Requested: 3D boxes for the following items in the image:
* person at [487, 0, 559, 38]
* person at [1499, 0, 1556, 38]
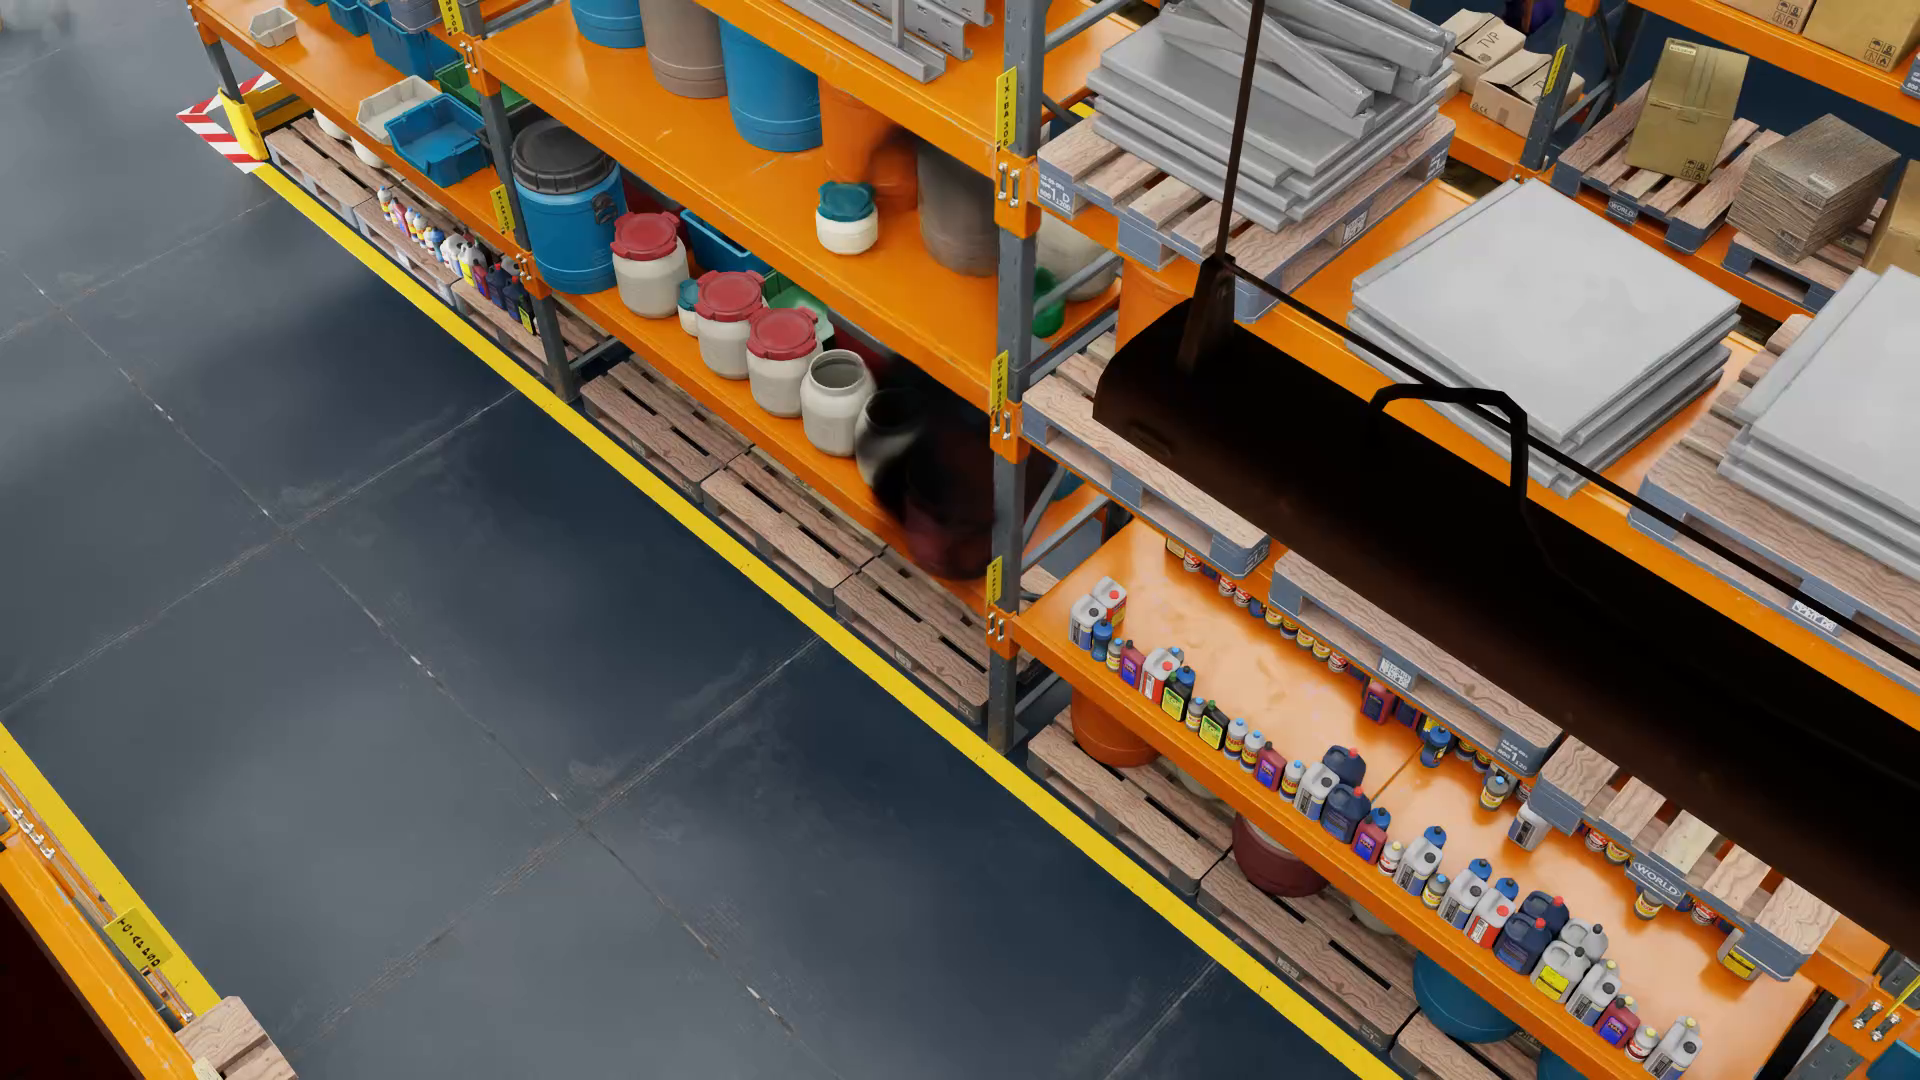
[{"bbox_3d":[-3.695,-4.708,13.265,0.823,1.687,0.613,-7,50,-6],"label":"person"},{"bbox_3d":[4.366,-4.033,12.760,0.714,1.595,0.572,37,59,27],"label":"person"}]
